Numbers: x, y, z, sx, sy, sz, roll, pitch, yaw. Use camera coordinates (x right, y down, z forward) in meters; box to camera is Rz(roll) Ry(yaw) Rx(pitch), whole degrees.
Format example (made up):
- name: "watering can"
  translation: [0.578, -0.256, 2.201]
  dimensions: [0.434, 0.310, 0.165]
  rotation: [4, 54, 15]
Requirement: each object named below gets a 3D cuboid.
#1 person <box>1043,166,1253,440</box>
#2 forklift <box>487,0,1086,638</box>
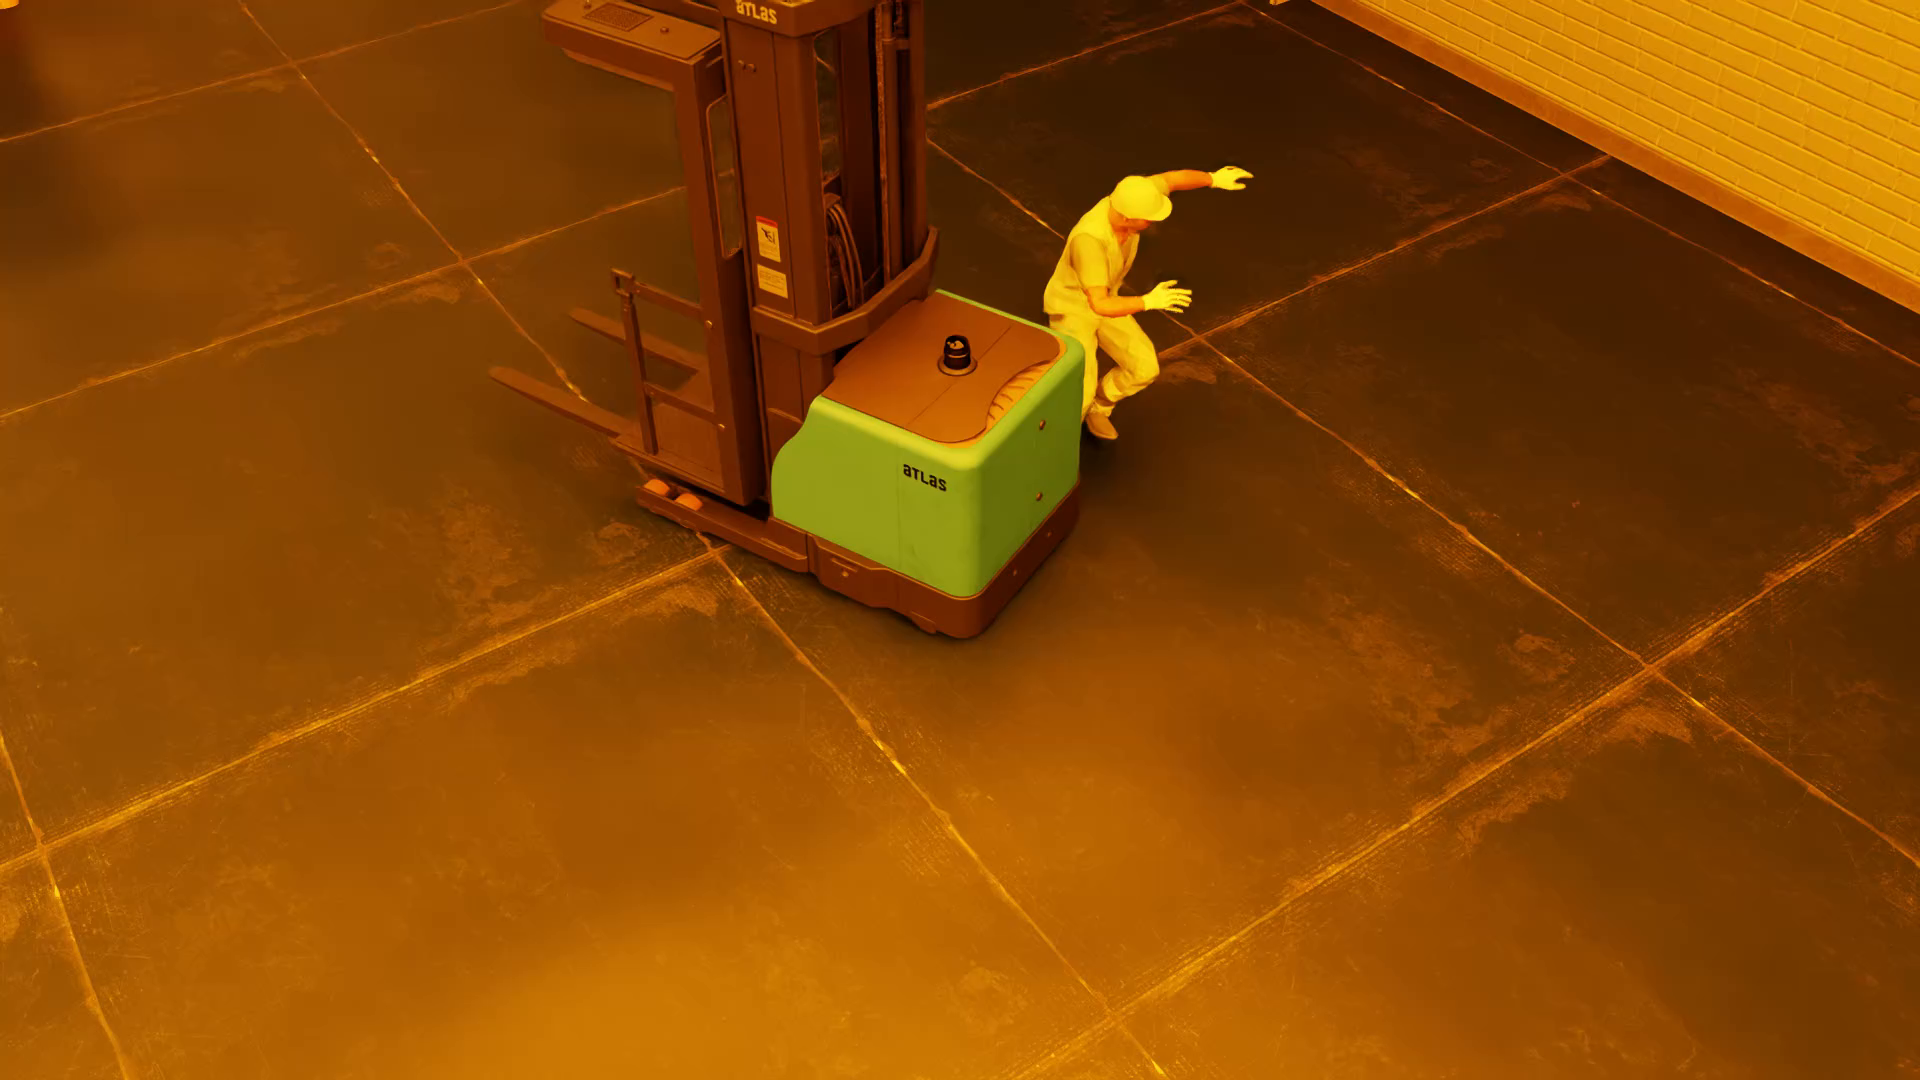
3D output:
- name: "person"
  translation: [0.806, -1.097, 7.972]
  dimensions: [0.804, 1.478, 1.613]
  rotation: [28, 50, 27]
- name: "forklift"
  translation: [-0.956, -1.413, 7.249]
  dimensions: [3.031, 2.935, 1.130]
  rotation: [23, 47, 23]
